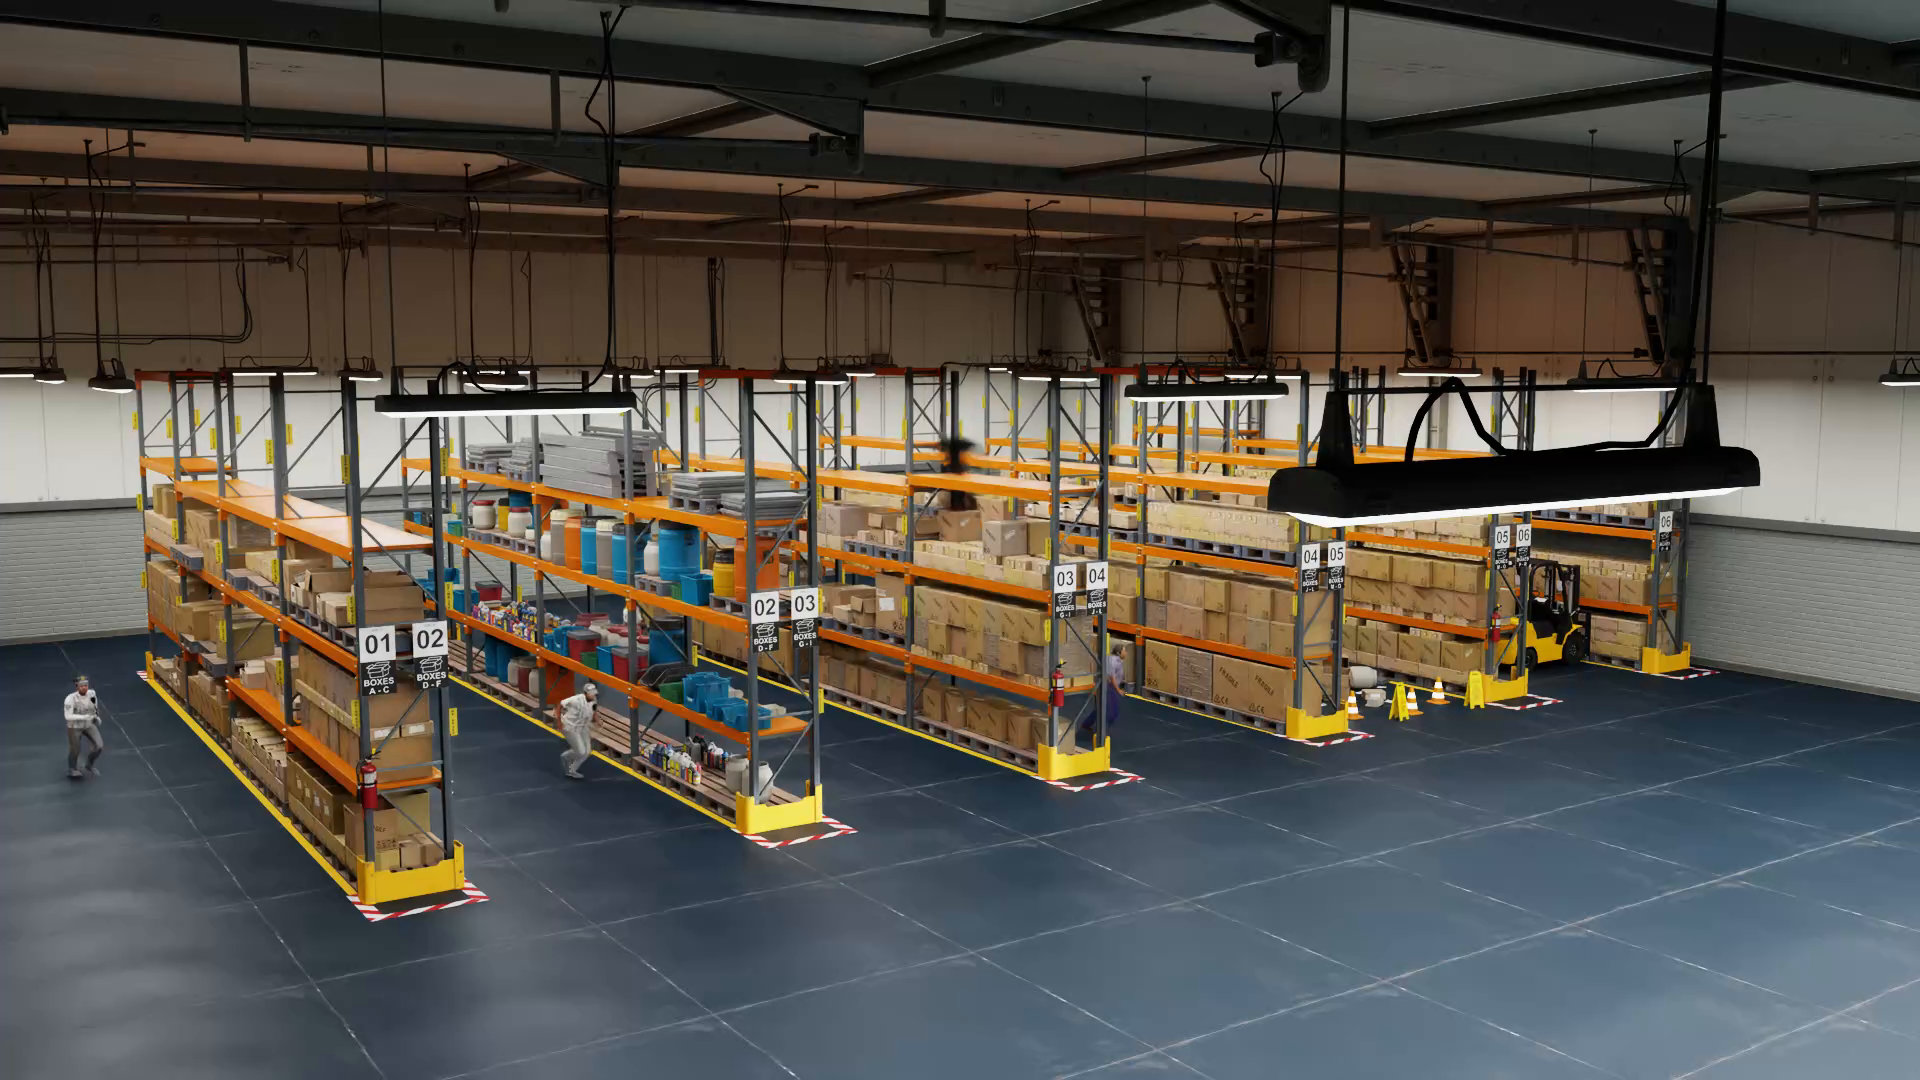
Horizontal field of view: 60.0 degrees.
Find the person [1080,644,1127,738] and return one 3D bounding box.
[{"bbox_3d":[2.364,2.484,27.323,0.726,1.589,0.610,0,6,0],"label":"person"}]

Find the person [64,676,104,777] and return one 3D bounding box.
[{"bbox_3d":[-12.969,2.756,24.596,0.887,1.576,0.611,5,8,38],"label":"person"}]

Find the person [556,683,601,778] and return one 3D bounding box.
[{"bbox_3d":[-5.632,2.832,24.572,0.774,1.492,0.637,5,8,39],"label":"person"}]

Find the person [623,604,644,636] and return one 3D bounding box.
[{"bbox_3d":[-6.509,1.818,32.864,0.414,1.614,0.735,-6,9,-43],"label":"person"}]
